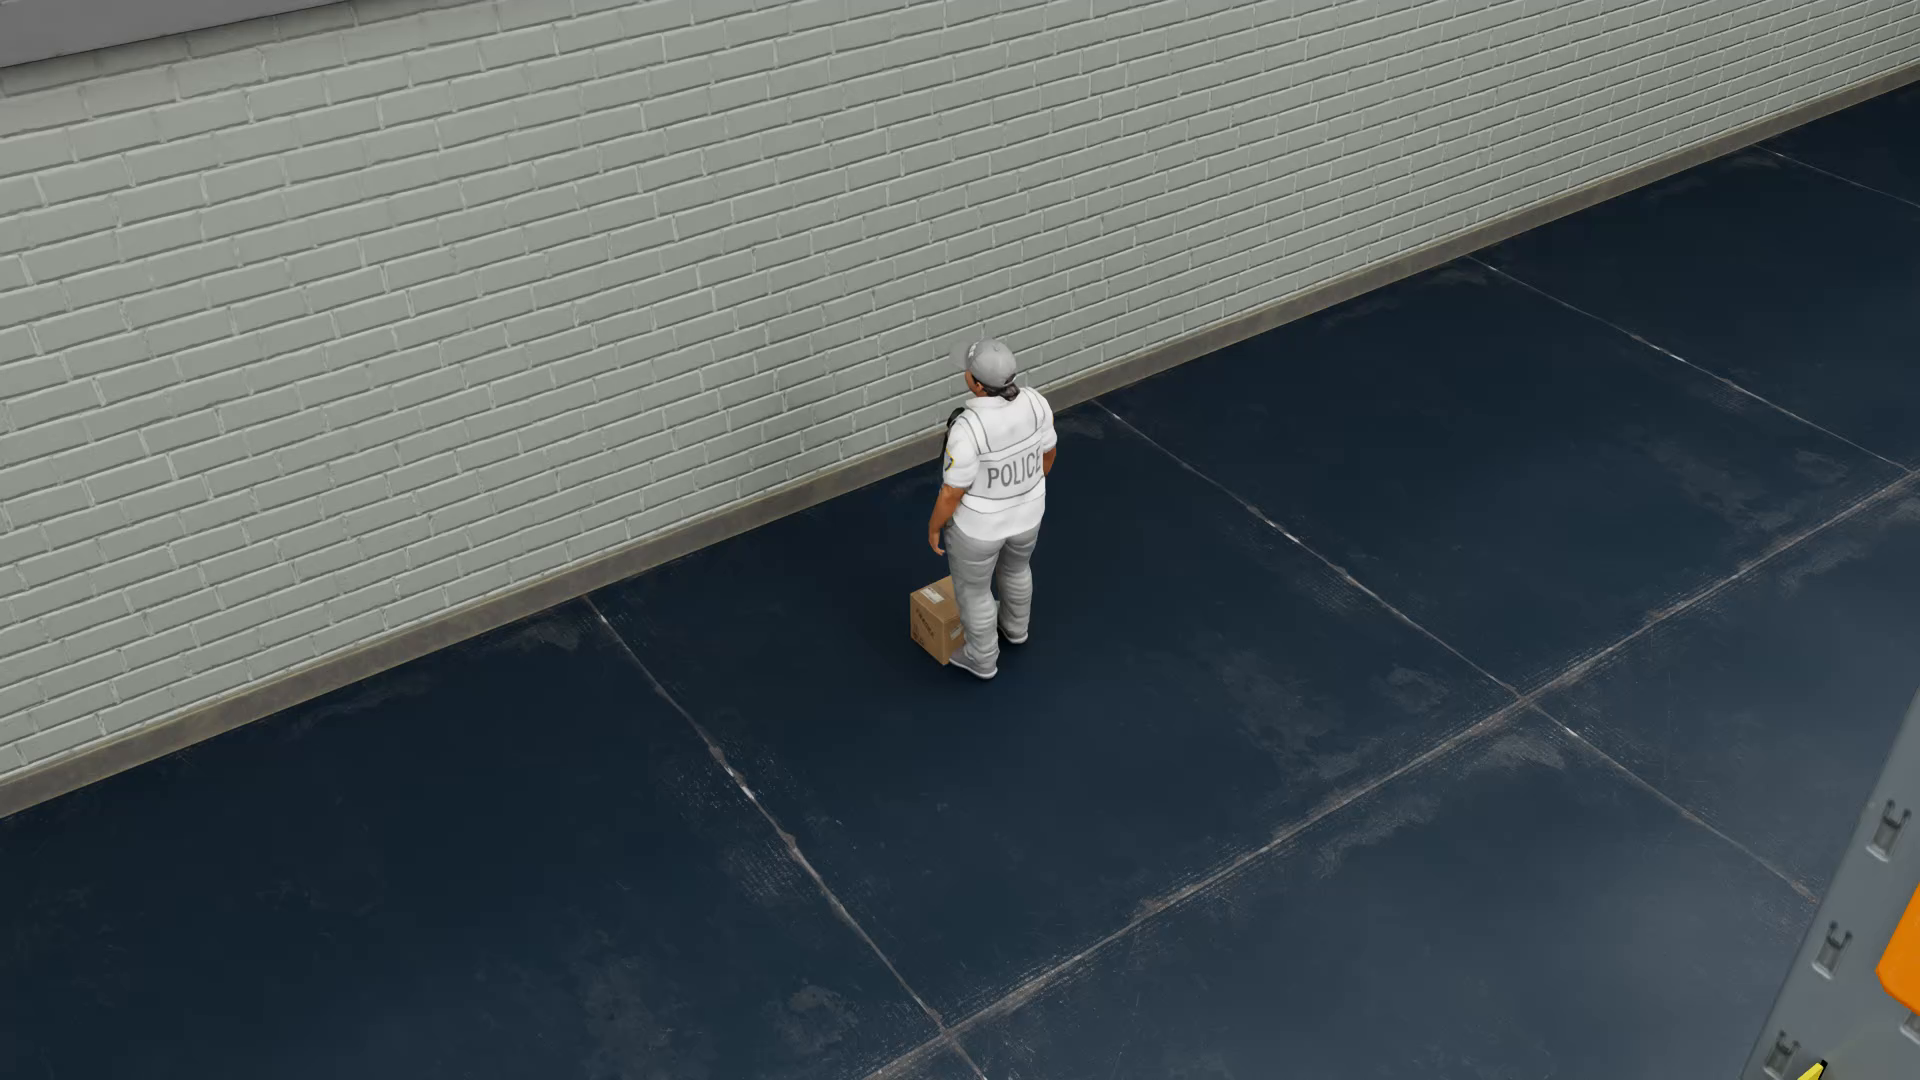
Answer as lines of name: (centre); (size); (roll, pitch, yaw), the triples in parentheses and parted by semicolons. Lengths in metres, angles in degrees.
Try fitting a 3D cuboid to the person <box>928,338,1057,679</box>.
person: (0.096, -0.148, 6.829); (0.598, 1.670, 0.529); (-23, 42, -27)
